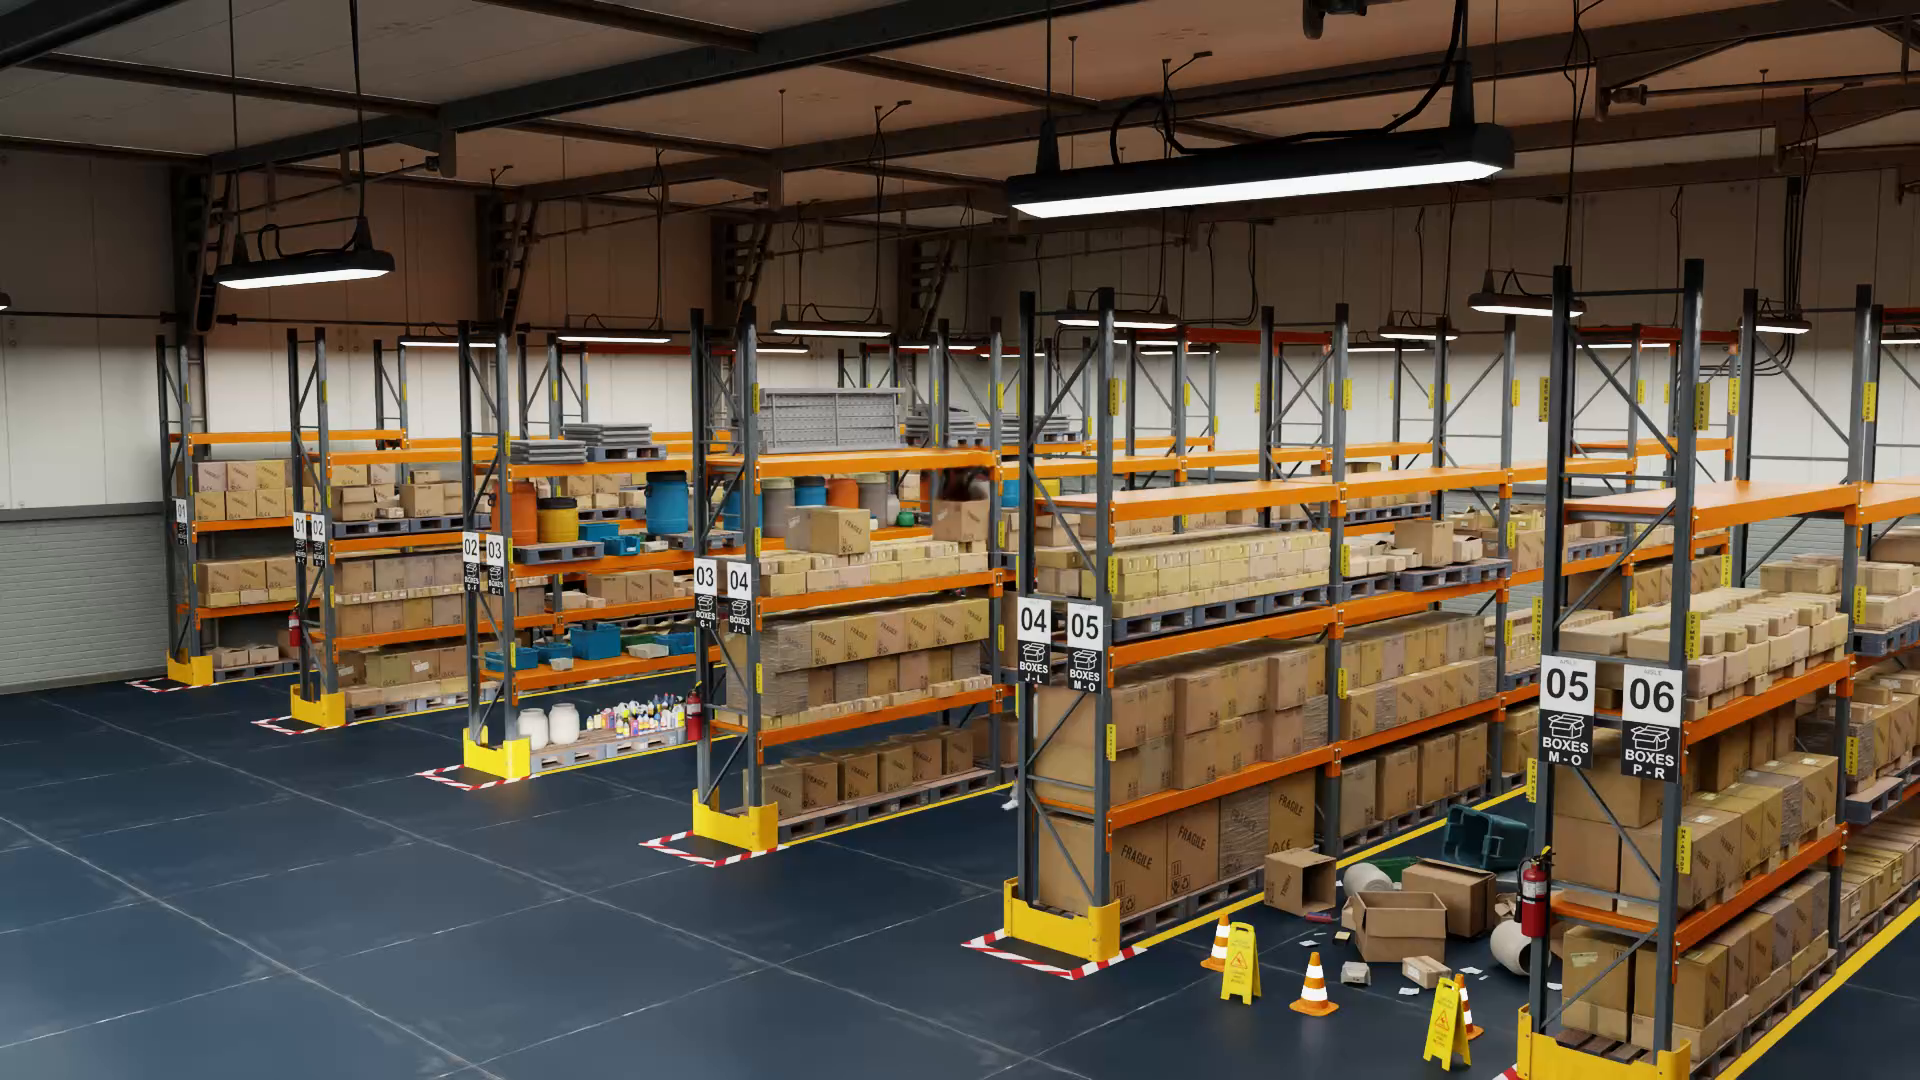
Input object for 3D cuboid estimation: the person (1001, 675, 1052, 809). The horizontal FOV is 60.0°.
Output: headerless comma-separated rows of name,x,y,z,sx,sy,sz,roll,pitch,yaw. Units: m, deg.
person,0.846,2.436,20.344,0.748,1.645,0.500,-1,5,-9
